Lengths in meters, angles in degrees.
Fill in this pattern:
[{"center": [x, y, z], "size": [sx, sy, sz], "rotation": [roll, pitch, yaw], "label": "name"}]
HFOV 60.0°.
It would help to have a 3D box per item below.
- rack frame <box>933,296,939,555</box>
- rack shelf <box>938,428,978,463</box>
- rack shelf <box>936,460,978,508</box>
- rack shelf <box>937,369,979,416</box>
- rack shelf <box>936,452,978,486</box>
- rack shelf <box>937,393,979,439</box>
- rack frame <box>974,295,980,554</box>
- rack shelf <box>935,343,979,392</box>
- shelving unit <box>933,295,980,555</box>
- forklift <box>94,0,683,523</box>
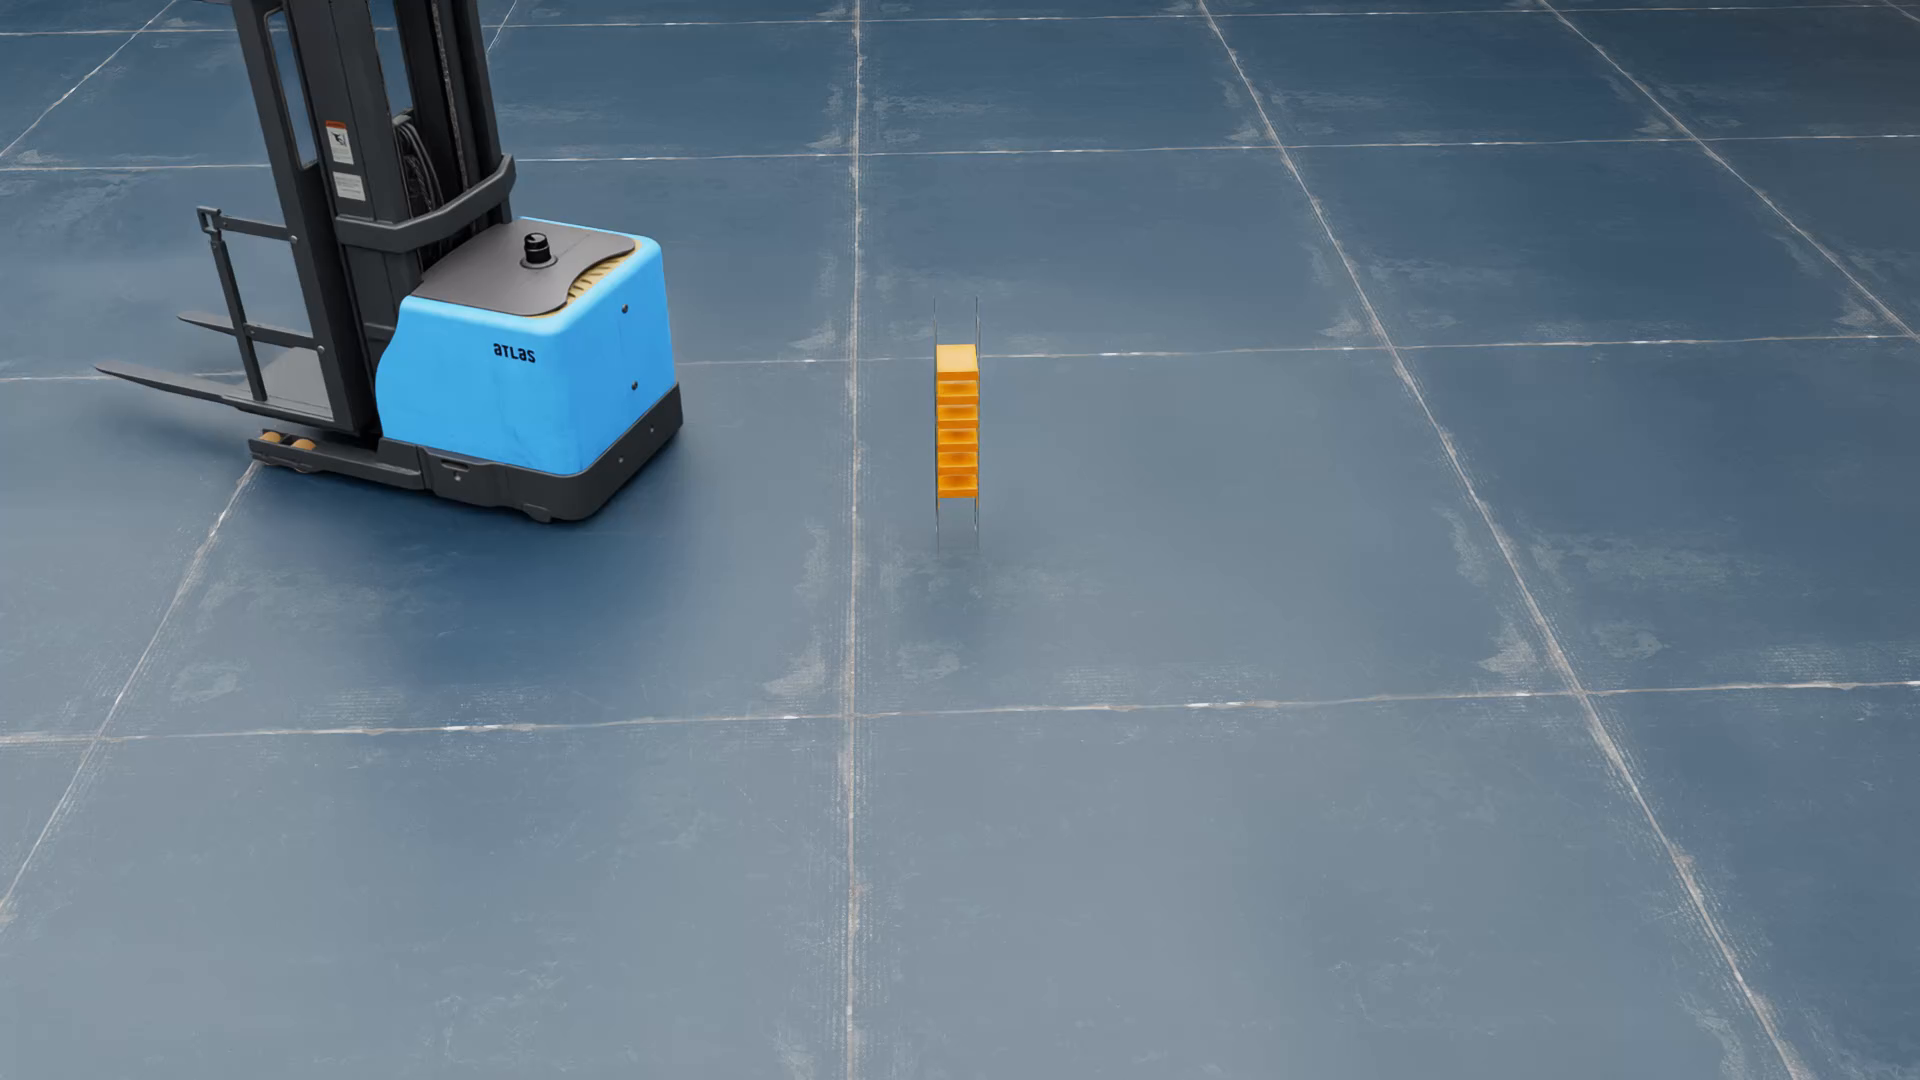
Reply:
[{"center": [-0.106, -0.491, 7.404], "size": [0.006, 1.200, 0.240], "rotation": [-2, 35, -2], "label": "rack frame"}, {"center": [-0.014, -0.456, 7.433], "size": [0.180, 0.103, 0.258], "rotation": [-2, 35, -2], "label": "rack shelf"}, {"center": [-0.014, -0.259, 7.570], "size": [0.180, 0.103, 0.258], "rotation": [-2, 35, -2], "label": "rack shelf"}, {"center": [-0.014, -0.654, 7.297], "size": [0.180, 0.103, 0.258], "rotation": [-2, 35, -2], "label": "rack shelf"}, {"center": [-0.014, -0.358, 7.502], "size": [0.180, 0.103, 0.258], "rotation": [-2, 35, -2], "label": "rack shelf"}, {"center": [-0.014, -0.555, 7.365], "size": [0.180, 0.103, 0.258], "rotation": [-2, 35, -2], "label": "rack shelf"}, {"center": [0.077, -0.495, 7.412], "size": [0.006, 1.200, 0.240], "rotation": [-2, 35, -2], "label": "rack frame"}, {"center": [-0.014, -0.752, 7.228], "size": [0.180, 0.103, 0.258], "rotation": [-2, 35, -2], "label": "rack shelf"}, {"center": [-0.014, -0.493, 7.408], "size": [0.189, 1.200, 0.258], "rotation": [-2, 35, -2], "label": "shelving unit"}, {"center": [-2.985, -1.802, 7.779], "size": [3.031, 2.935, 1.130], "rotation": [12, 36, 17], "label": "forklift"}]
